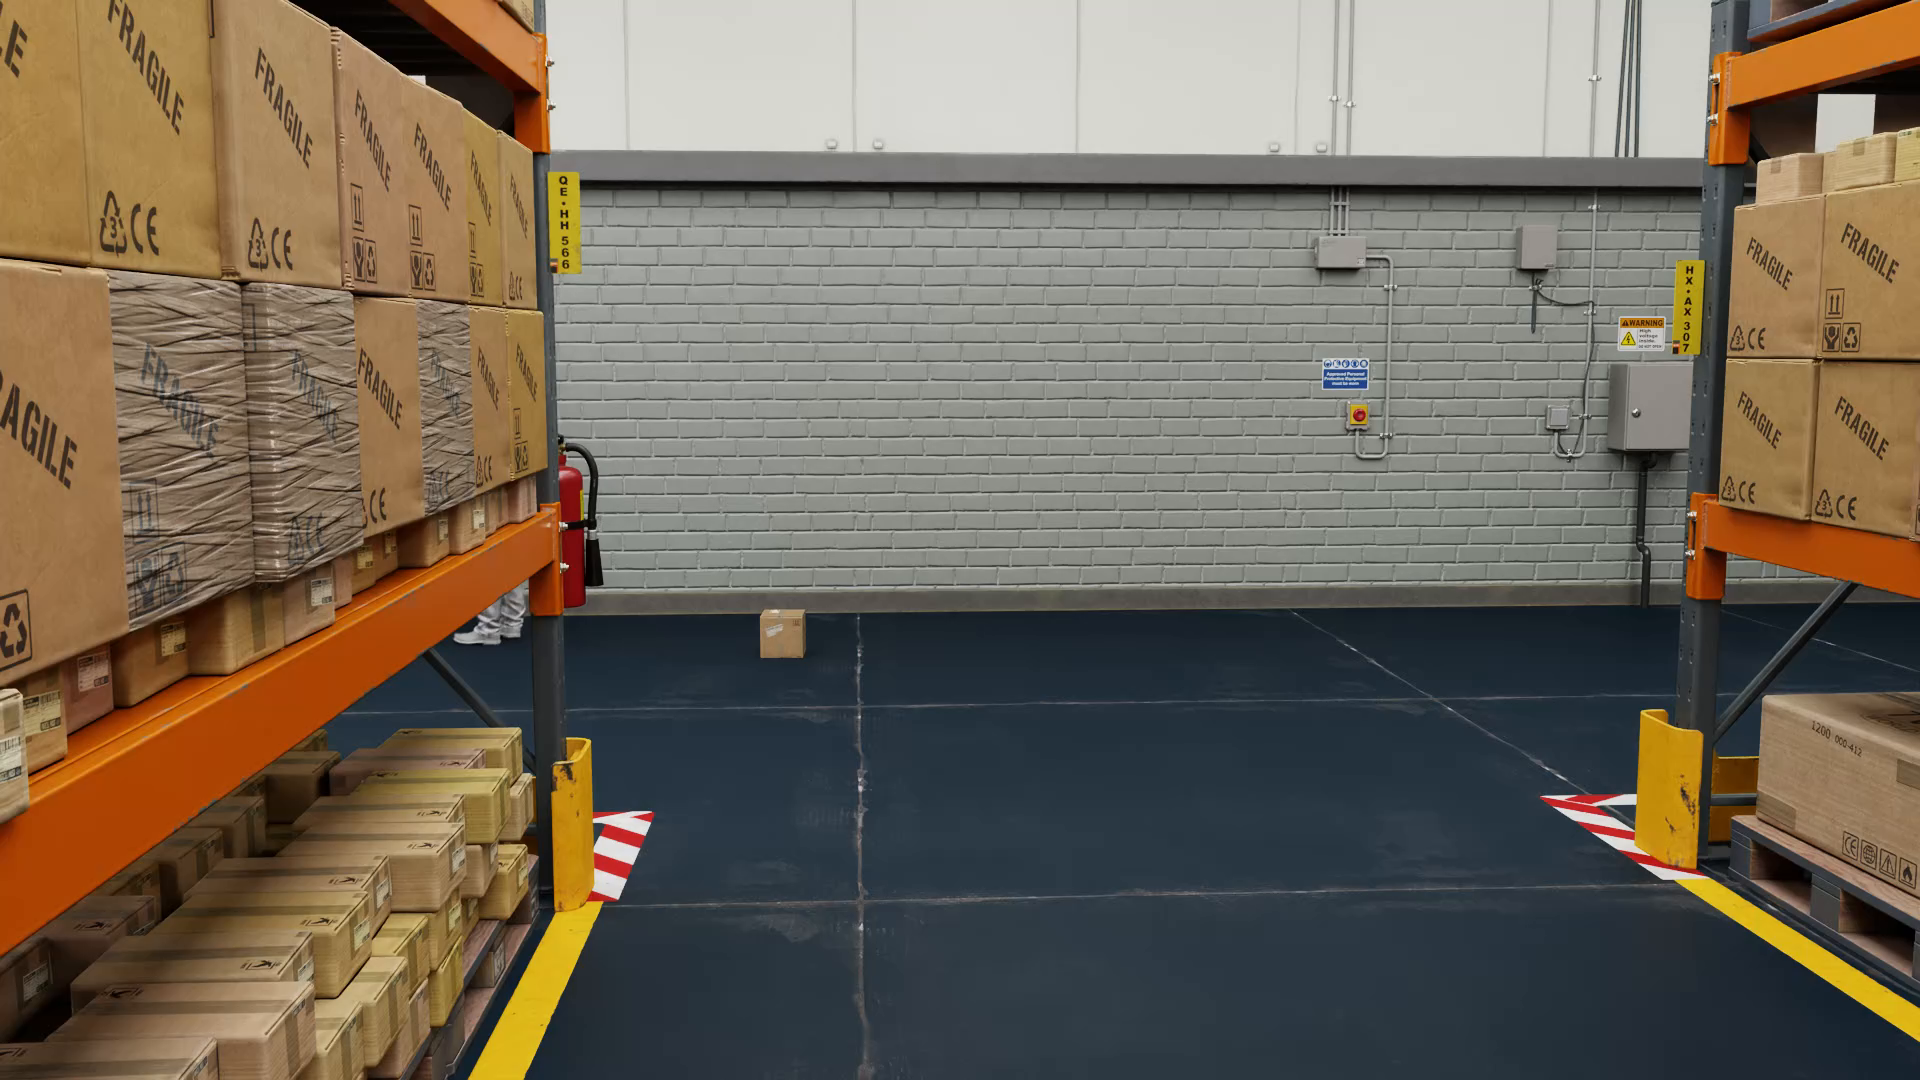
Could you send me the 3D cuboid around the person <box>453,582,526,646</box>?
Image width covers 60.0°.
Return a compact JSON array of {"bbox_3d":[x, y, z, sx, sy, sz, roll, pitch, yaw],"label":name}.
[{"bbox_3d":[-2.916,-0.256,10.280,0.386,1.789,0.552,2,7,19],"label":"person"}]
